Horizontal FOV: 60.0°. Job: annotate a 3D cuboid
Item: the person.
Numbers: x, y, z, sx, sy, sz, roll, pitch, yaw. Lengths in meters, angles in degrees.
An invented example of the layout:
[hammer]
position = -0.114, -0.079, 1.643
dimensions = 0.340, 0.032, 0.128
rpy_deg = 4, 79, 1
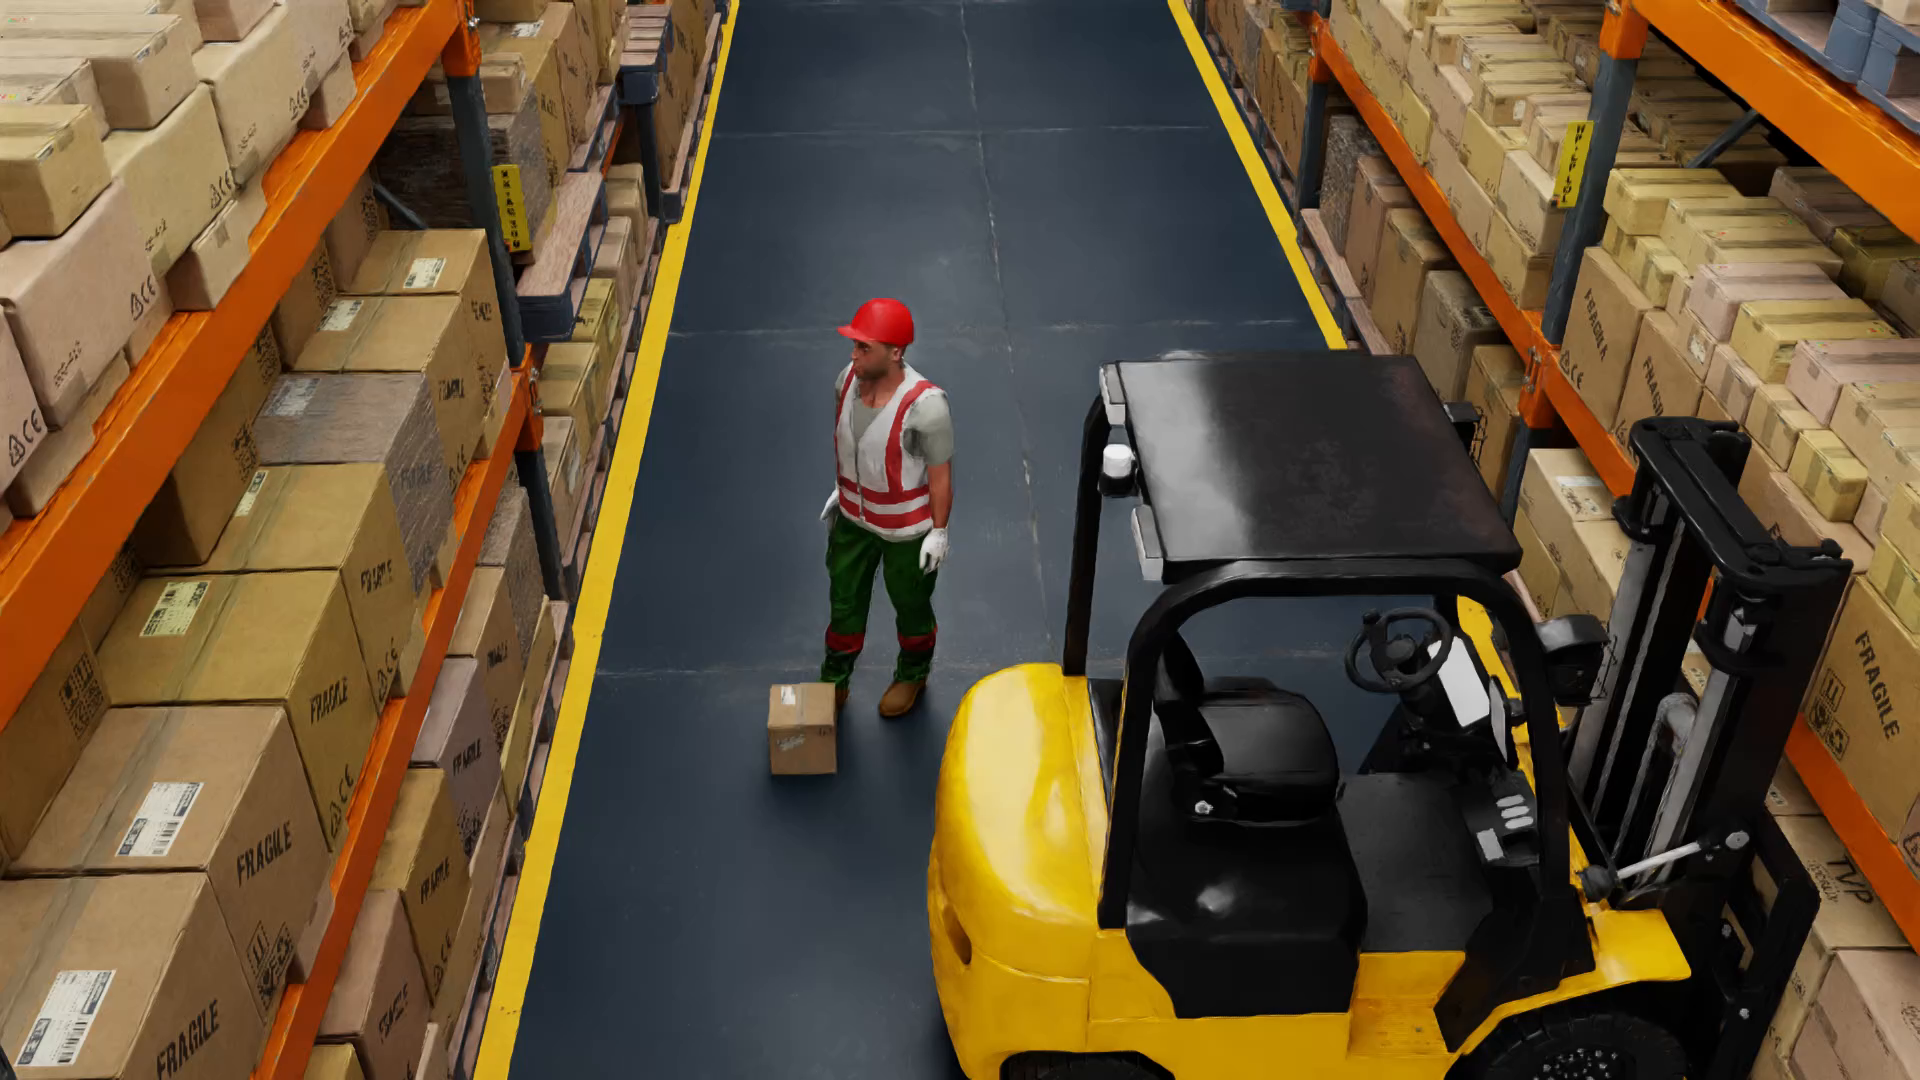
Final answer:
[person]
position = -0.338, -0.048, 6.172
dimensions = 0.547, 1.793, 0.554
rpy_deg = 25, 42, 31
